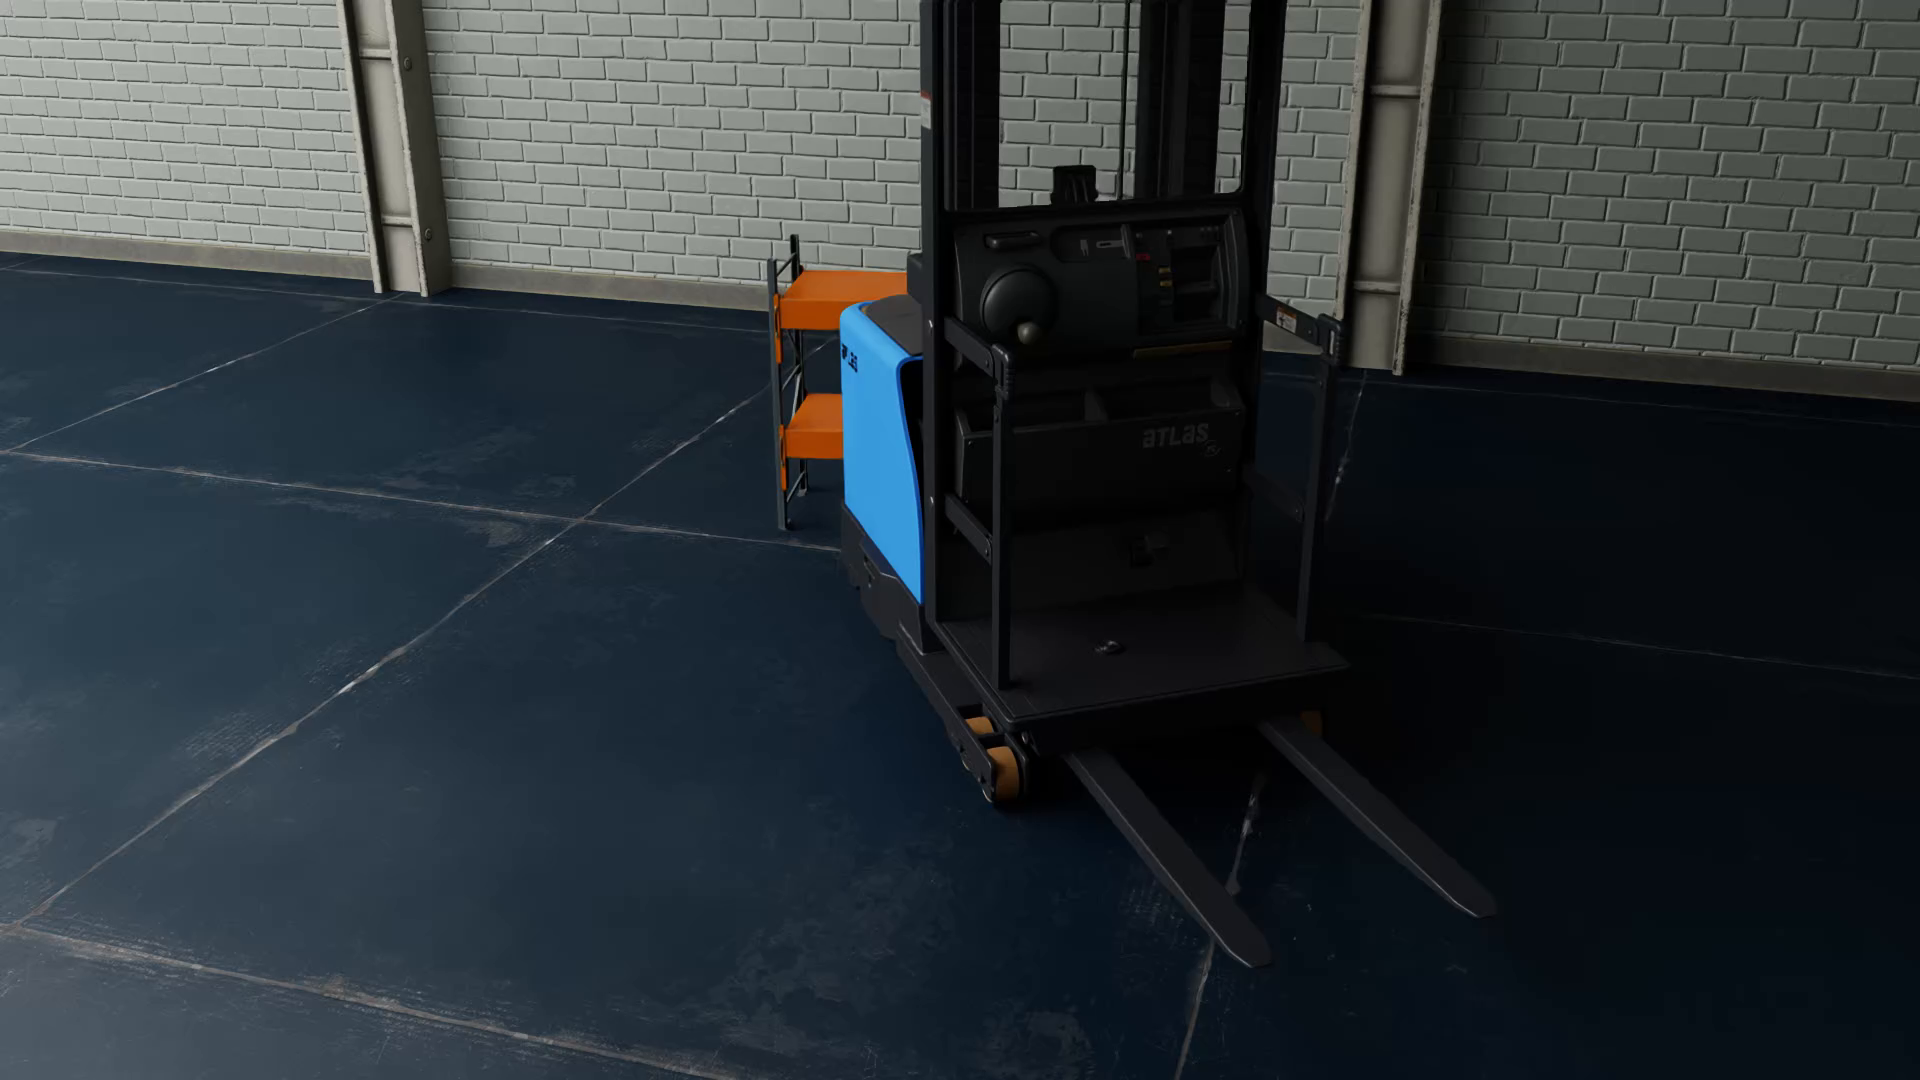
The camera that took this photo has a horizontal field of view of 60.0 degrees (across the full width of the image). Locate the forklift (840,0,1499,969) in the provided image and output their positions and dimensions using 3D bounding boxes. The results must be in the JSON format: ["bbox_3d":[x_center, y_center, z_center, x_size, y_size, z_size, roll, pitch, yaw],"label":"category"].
[{"bbox_3d":[0.499,-0.757,4.753,1.130,2.935,3.031,-7,23,-17],"label":"forklift"}]

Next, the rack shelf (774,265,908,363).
[{"bbox_3d":[-0.203,-0.906,6.726,1.000,0.278,0.538,2,22,5],"label":"rack shelf"}]

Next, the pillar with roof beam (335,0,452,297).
[{"bbox_3d":[-4.754,-4.217,5.193,0.400,9.000,9.100,7,23,16],"label":"pillar with roof beam"}]

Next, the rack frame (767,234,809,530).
[{"bbox_3d":[-0.709,-0.656,6.886,0.032,1.125,0.500,2,22,5],"label":"rack frame"}]

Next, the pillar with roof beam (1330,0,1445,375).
[{"bbox_3d":[0.990,-3.559,3.589,0.400,9.000,9.100,7,23,16],"label":"pillar with roof beam"}]

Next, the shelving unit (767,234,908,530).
[{"bbox_3d":[-0.203,-0.636,6.838,1.048,1.125,0.538,2,22,5],"label":"shelving unit"}]

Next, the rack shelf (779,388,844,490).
[{"bbox_3d":[-0.203,-0.409,6.930,1.000,0.278,0.538,2,22,5],"label":"rack shelf"}]
